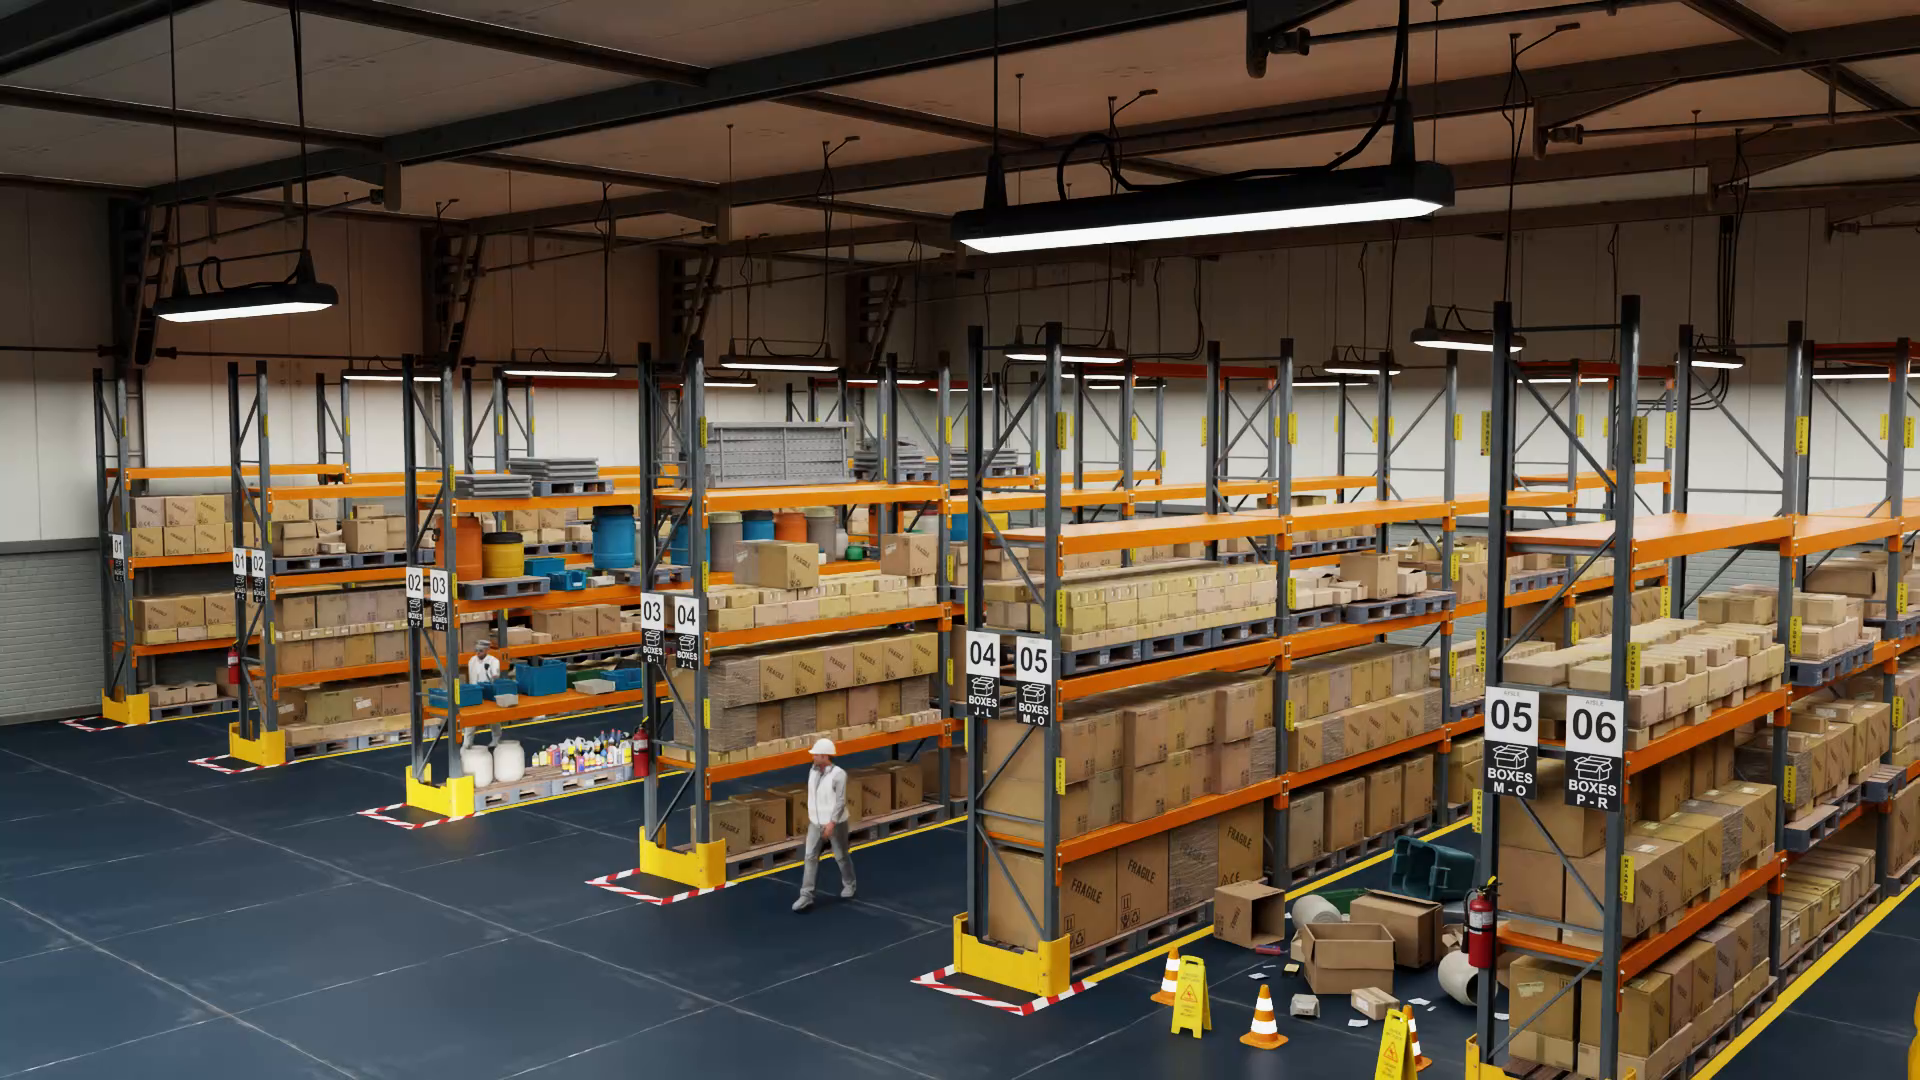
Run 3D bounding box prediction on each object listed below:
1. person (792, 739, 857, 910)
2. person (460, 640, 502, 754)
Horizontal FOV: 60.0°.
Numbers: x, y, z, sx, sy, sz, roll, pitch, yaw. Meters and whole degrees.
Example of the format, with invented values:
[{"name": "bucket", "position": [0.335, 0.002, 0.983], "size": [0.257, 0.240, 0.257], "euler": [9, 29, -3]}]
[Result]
[{"name": "person", "position": [-1.443, 2.975, 17.622], "size": [0.568, 1.733, 0.920], "euler": [3, 5, 33]}, {"name": "person", "position": [-7.400, 2.398, 25.718], "size": [0.569, 1.702, 0.946], "euler": [0, 4, 4]}]
